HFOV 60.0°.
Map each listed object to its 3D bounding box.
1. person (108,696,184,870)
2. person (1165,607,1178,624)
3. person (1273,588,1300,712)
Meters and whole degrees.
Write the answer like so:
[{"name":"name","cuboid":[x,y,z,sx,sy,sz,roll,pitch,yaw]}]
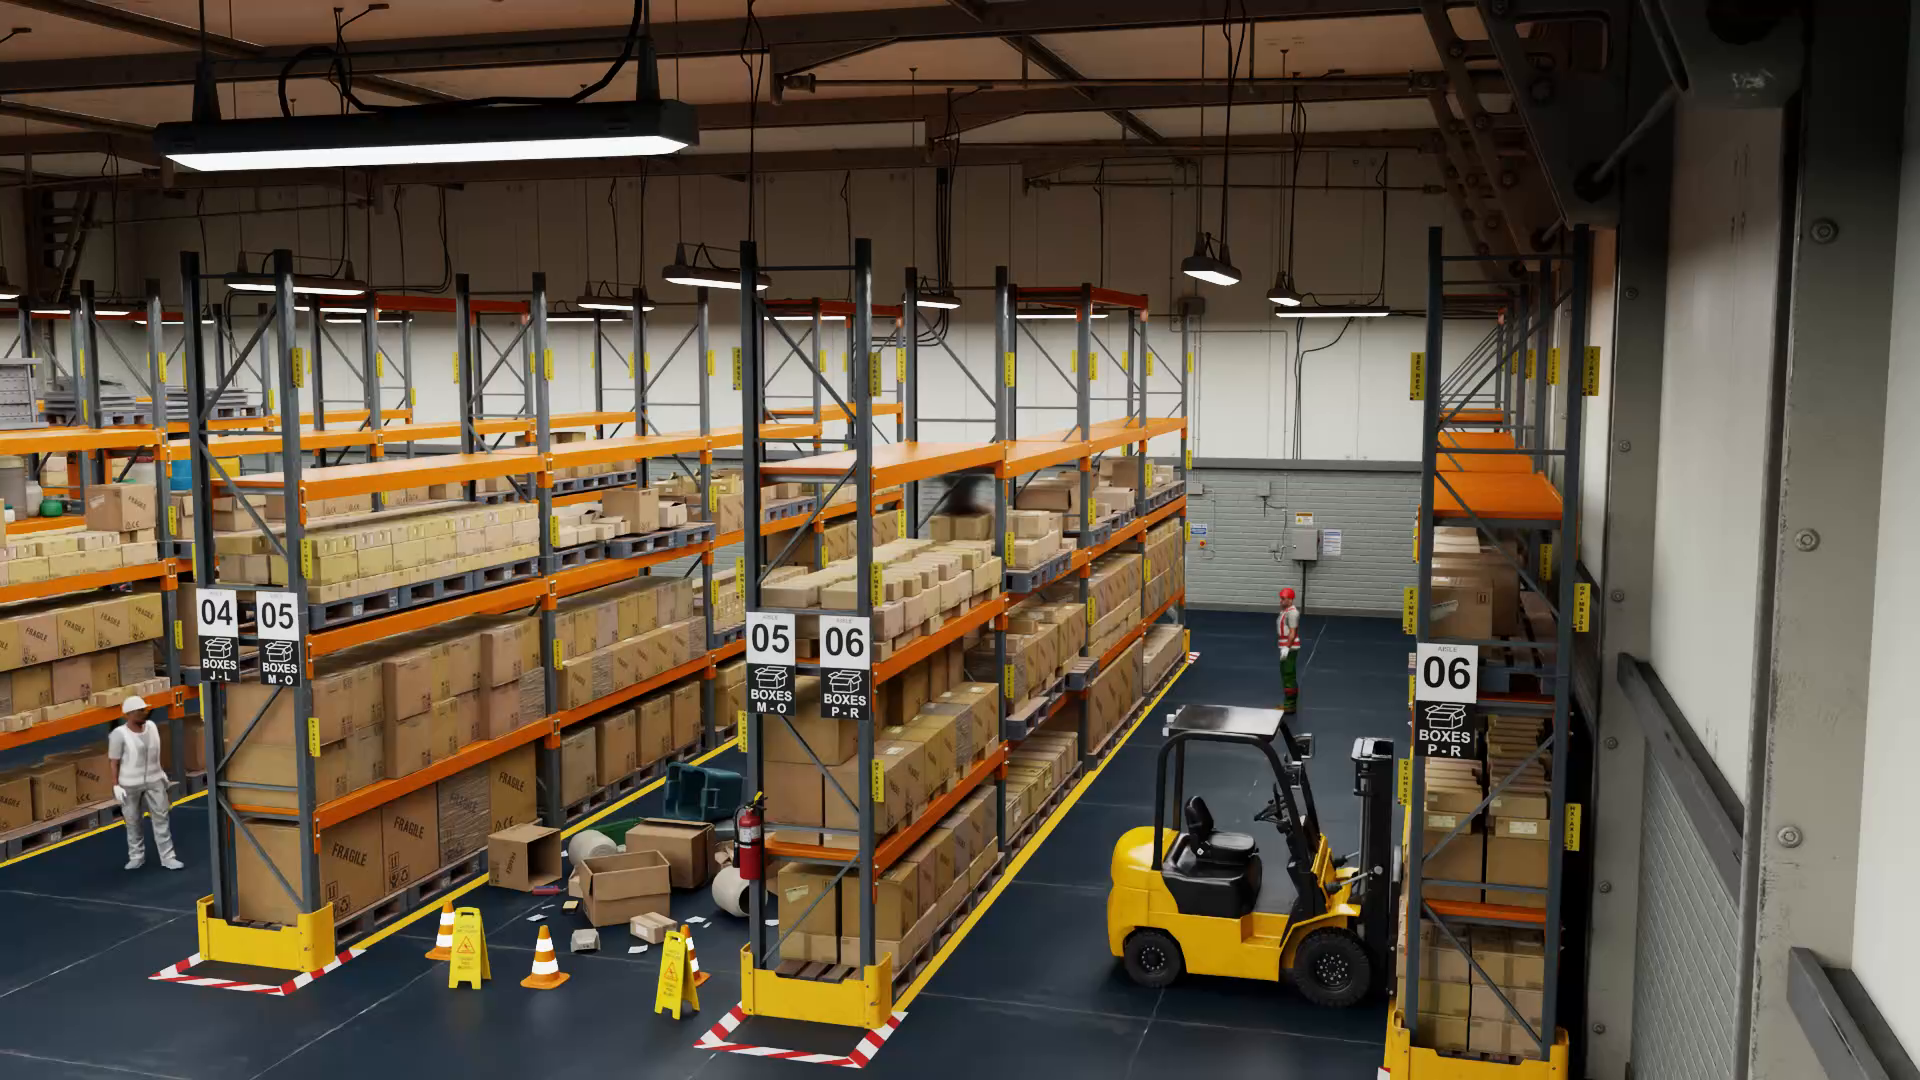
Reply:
[{"name":"person","cuboid":[-8.180,2.436,16.644,0.612,1.777,0.585,-6,9,-44]},{"name":"person","cuboid":[3.676,0.854,31.304,0.976,1.640,0.532,-1,6,-10]},{"name":"person","cuboid":[4.707,1.581,23.993,0.385,1.791,0.564,1,6,6]}]
